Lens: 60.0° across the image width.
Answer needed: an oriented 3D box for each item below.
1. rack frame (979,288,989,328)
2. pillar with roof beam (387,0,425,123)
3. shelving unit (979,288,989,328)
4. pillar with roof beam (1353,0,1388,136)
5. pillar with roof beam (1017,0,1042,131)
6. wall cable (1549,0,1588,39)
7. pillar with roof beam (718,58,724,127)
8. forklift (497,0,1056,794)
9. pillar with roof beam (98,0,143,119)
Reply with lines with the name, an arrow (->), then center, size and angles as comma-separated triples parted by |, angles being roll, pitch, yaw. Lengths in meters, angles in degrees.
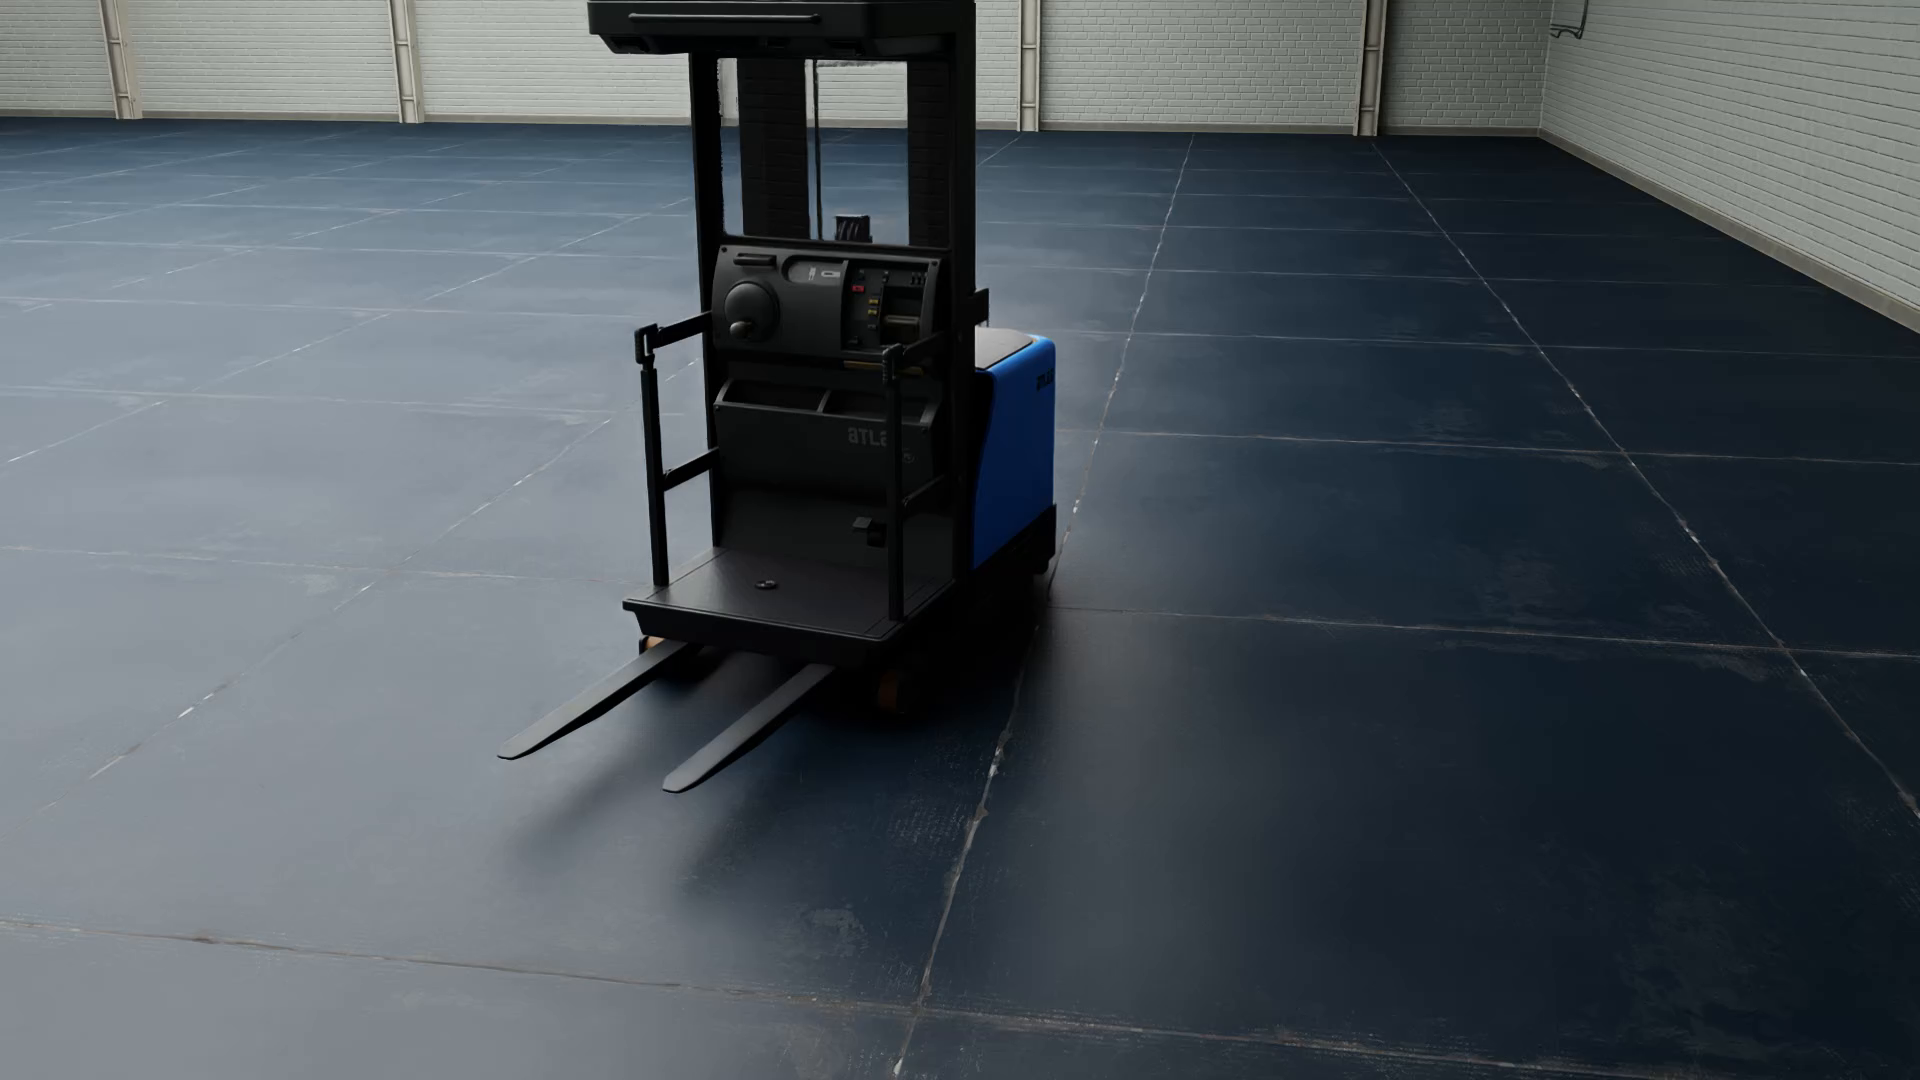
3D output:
rack frame -> 0.112, -0.568, 7.824 | 0.006, 1.200, 0.240 | 3, 19, 10
pillar with roof beam -> -11.276, -11.004, 26.728 | 0.400, 9.000, 9.100 | 3, 19, 9
shelving unit -> 0.022, -0.573, 7.840 | 0.189, 1.200, 0.258 | 3, 19, 10
pillar with roof beam -> 6.497, -10.098, 24.020 | 0.400, 9.000, 9.100 | 3, 19, 9
pillar with roof beam -> 0.573, -10.400, 24.923 | 0.400, 9.000, 9.100 | 3, 19, 9
wall cable -> 9.878, -9.411, 26.863 | 0.112, 2.526, 3.097 | 3, 19, 9
pillar with roof beam -> -5.351, -10.702, 25.825 | 0.400, 9.000, 9.100 | 3, 19, 9
forklift -> -0.590, -0.899, 6.091 | 1.130, 2.935, 3.031 | 7, 20, 21
pillar with roof beam -> -17.200, -11.306, 27.630 | 0.400, 9.000, 9.100 | 3, 19, 9
